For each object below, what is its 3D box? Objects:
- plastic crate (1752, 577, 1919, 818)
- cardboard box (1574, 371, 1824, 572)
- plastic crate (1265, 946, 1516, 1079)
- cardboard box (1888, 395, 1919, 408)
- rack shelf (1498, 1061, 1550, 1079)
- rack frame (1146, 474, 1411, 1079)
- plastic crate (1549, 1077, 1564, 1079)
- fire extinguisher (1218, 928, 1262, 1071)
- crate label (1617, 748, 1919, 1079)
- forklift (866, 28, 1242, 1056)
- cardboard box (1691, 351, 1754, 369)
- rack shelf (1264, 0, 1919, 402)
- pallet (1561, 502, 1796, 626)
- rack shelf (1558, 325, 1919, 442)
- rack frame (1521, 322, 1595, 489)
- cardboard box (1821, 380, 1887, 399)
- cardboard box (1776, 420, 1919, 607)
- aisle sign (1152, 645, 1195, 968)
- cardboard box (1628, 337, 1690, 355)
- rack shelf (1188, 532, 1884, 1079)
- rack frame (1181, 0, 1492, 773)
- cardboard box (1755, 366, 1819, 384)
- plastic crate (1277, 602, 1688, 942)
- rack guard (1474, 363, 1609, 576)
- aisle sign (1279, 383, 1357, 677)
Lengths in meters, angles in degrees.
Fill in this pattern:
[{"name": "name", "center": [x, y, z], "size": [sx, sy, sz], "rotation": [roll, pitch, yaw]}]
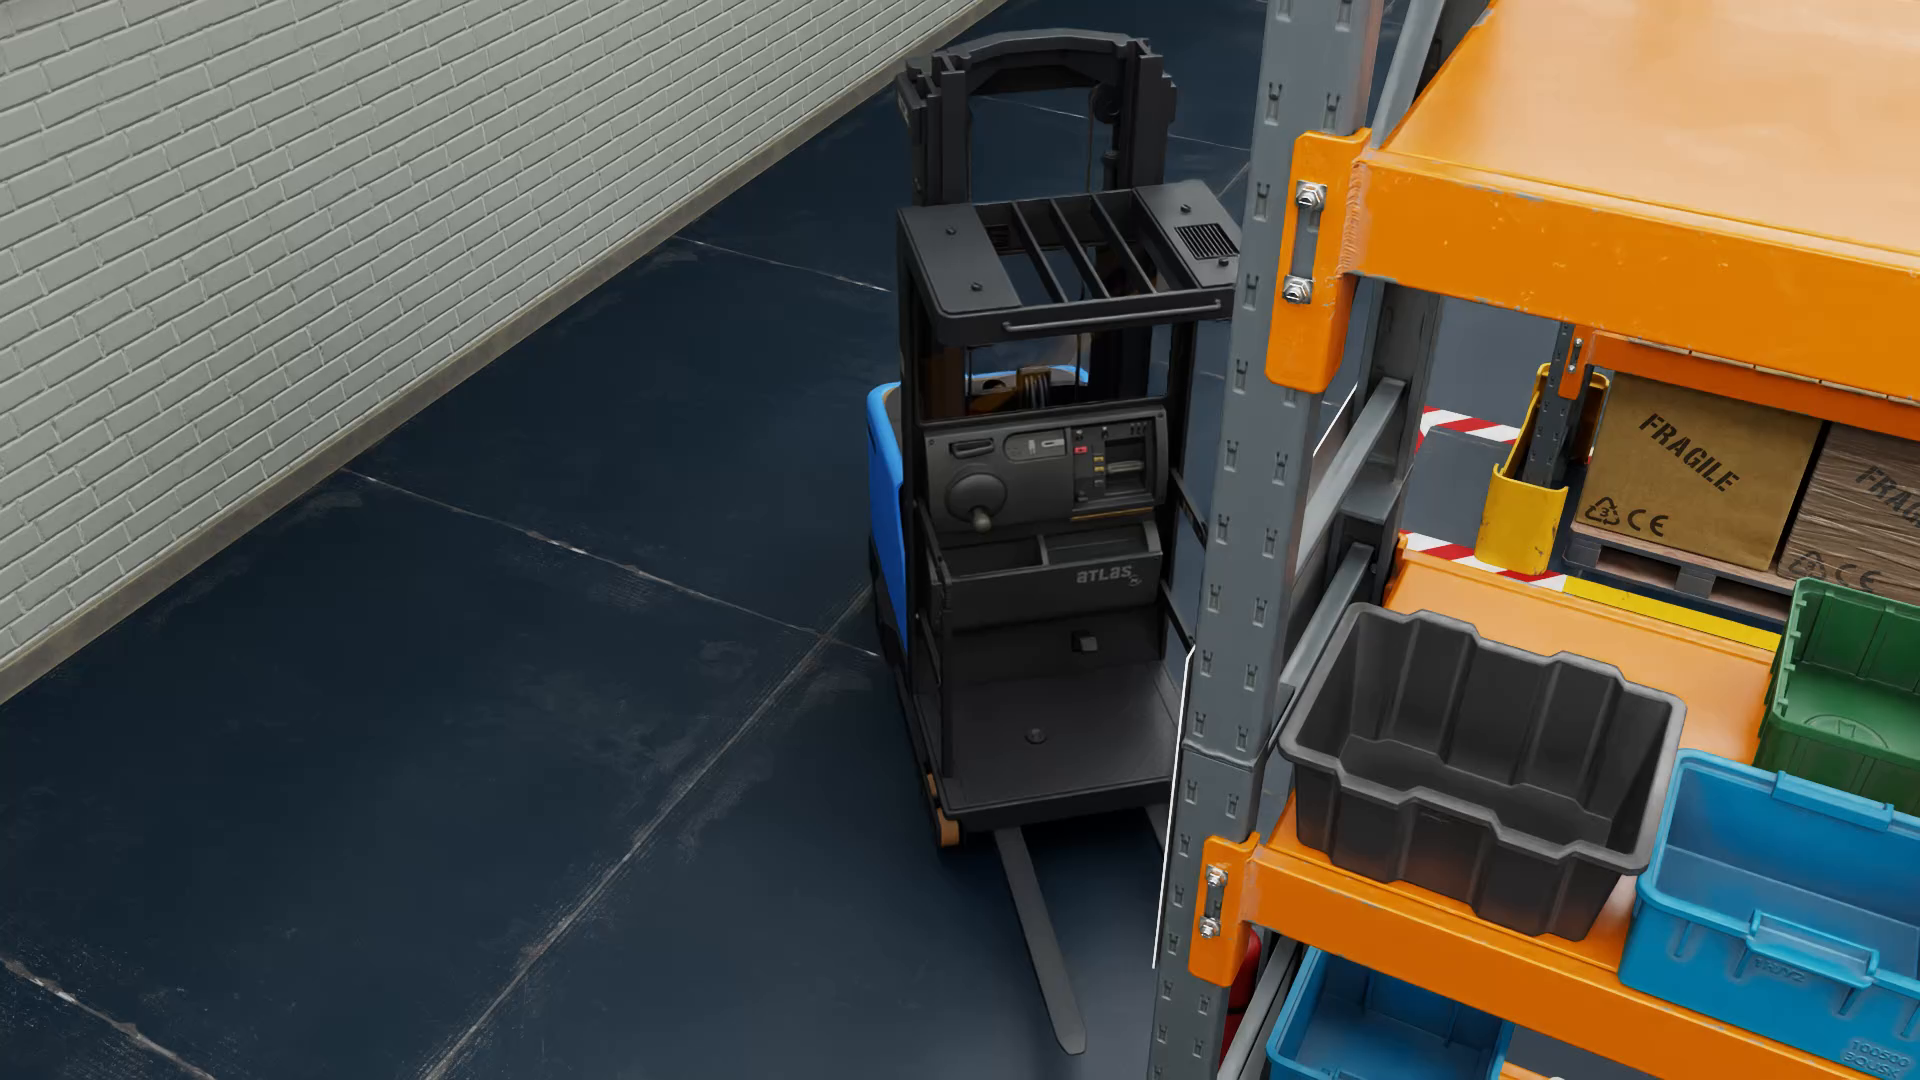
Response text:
[{"name": "plastic crate", "center": [1.669, 0.309, 3.057], "size": [0.336, 0.188, 0.450], "rotation": [17, 41, 21]}, {"name": "cardboard box", "center": [3.545, -0.547, 7.900], "size": [0.875, 0.875, 0.875], "rotation": [17, 41, 21]}, {"name": "plastic crate", "center": [1.045, 1.253, 4.040], "size": [0.499, 0.435, 0.616], "rotation": [17, 41, 21]}, {"name": "cardboard box", "center": [4.016, -0.701, 6.900], "size": [0.250, 0.149, 0.380], "rotation": [17, 40, 21]}, {"name": "rack shelf", "center": [2.438, 2.141, 3.544], "size": [4.000, 0.370, 1.077], "rotation": [17, 41, 21]}, {"name": "rack frame", "center": [0.662, 1.298, 4.059], "size": [0.127, 3.000, 1.000], "rotation": [17, 41, 21]}, {"name": "plastic crate", "center": [1.469, 1.509, 3.950], "size": [0.243, 0.136, 0.396], "rotation": [17, 41, 21]}, {"name": "fire extinguisher", "center": [0.737, 1.191, 4.572], "size": [0.183, 0.674, 0.296], "rotation": [17, 41, 21]}, {"name": "crate label", "center": [1.332, 0.592, 2.631], "size": [0.502, 0.251, 0.408], "rotation": [17, 41, 21]}, {"name": "forklift", "center": [0.377, -0.193, 6.080], "size": [1.130, 2.935, 3.031], "rotation": [-7, 38, -10]}, {"name": "cardboard box", "center": [3.331, -0.915, 7.182], "size": [0.250, 0.149, 0.380], "rotation": [17, 40, 21]}, {"name": "rack shelf", "center": [2.438, -0.090, 1.851], "size": [4.000, 0.370, 1.077], "rotation": [17, 41, 21]}, {"name": "pallet", "center": [3.685, -0.070, 8.168], "size": [1.213, 0.211, 1.003], "rotation": [17, 41, 21]}, {"name": "rack shelf", "center": [4.715, -0.519, 7.047], "size": [4.000, 0.370, 1.077], "rotation": [17, 41, 21]}, {"name": "rack frame", "center": [2.939, -1.361, 7.562], "size": [0.127, 3.000, 1.000], "rotation": [17, 41, 21]}, {"name": "cardboard box", "center": [3.791, -0.772, 6.994], "size": [0.250, 0.149, 0.380], "rotation": [17, 40, 21]}, {"name": "cardboard box", "center": [4.353, -0.294, 7.567], "size": [0.875, 0.875, 0.875], "rotation": [17, 41, 21]}, {"name": "aisle sign", "center": [0.461, 0.402, 3.089], "size": [0.004, 0.787, 0.394], "rotation": [17, 41, 21]}, {"name": "cardboard box", "center": [3.103, -0.985, 7.275], "size": [0.250, 0.149, 0.380], "rotation": [18, 41, 22]}, {"name": "rack shelf", "center": [2.438, 0.946, 2.637], "size": [4.000, 0.370, 1.077], "rotation": [17, 41, 21]}, {"name": "rack frame", "center": [0.662, -1.092, 2.245], "size": [0.127, 3.000, 1.000], "rotation": [17, 41, 21]}, {"name": "cardboard box", "center": [3.559, -0.844, 7.088], "size": [0.250, 0.149, 0.380], "rotation": [16, 40, 20]}, {"name": "plastic crate", "center": [0.875, 0.412, 2.854], "size": [0.590, 0.269, 0.497], "rotation": [17, 41, 21]}, {"name": "rack guard", "center": [2.918, -0.372, 8.327], "size": [0.348, 0.500, 1.175], "rotation": [17, 41, 21]}, {"name": "aisle sign", "center": [0.733, 0.085, 3.507], "size": [0.004, 0.787, 0.394], "rotation": [17, 41, 21]}]
